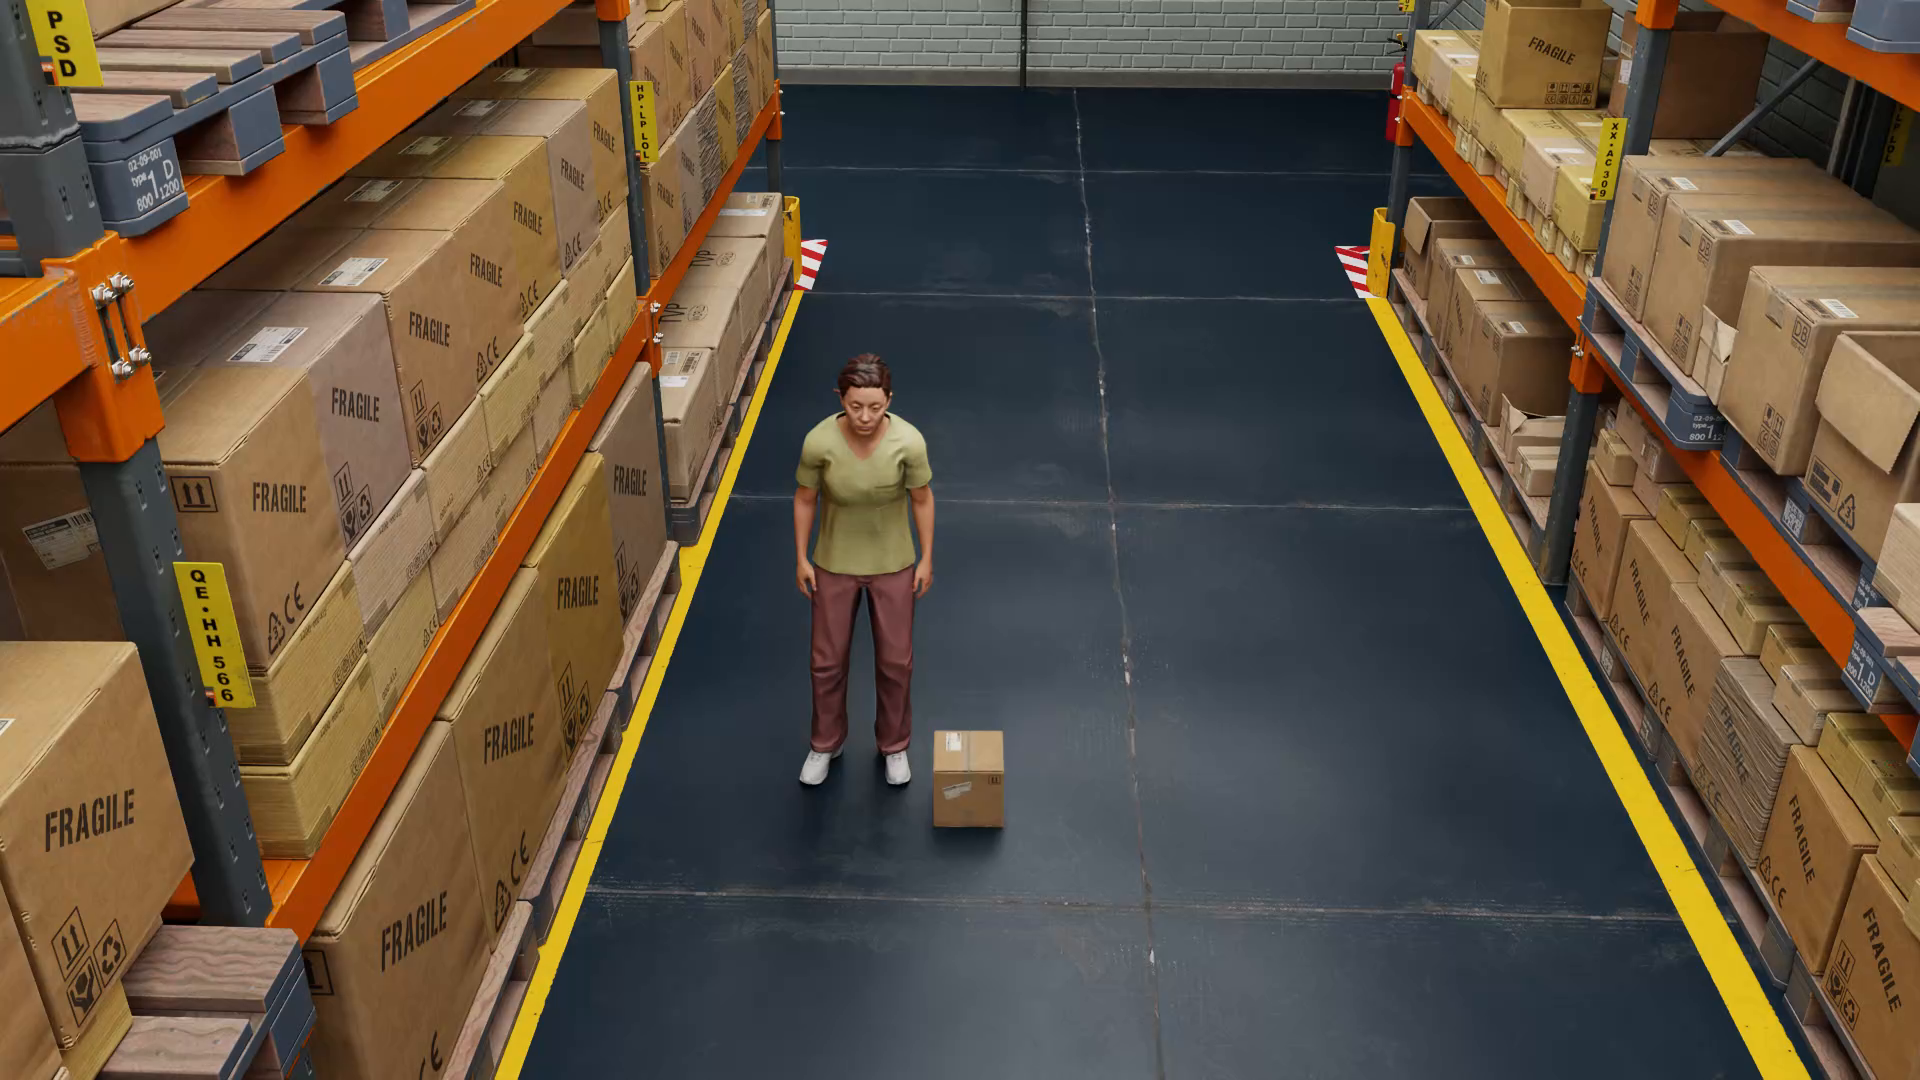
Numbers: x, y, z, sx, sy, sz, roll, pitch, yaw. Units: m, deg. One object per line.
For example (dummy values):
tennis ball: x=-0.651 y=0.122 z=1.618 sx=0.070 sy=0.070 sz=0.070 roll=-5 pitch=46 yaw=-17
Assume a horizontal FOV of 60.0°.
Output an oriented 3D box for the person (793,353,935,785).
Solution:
person: x=-0.344 y=0.117 z=5.928 sx=0.512 sy=1.651 sz=0.358 roll=-1 pitch=28 yaw=-1
